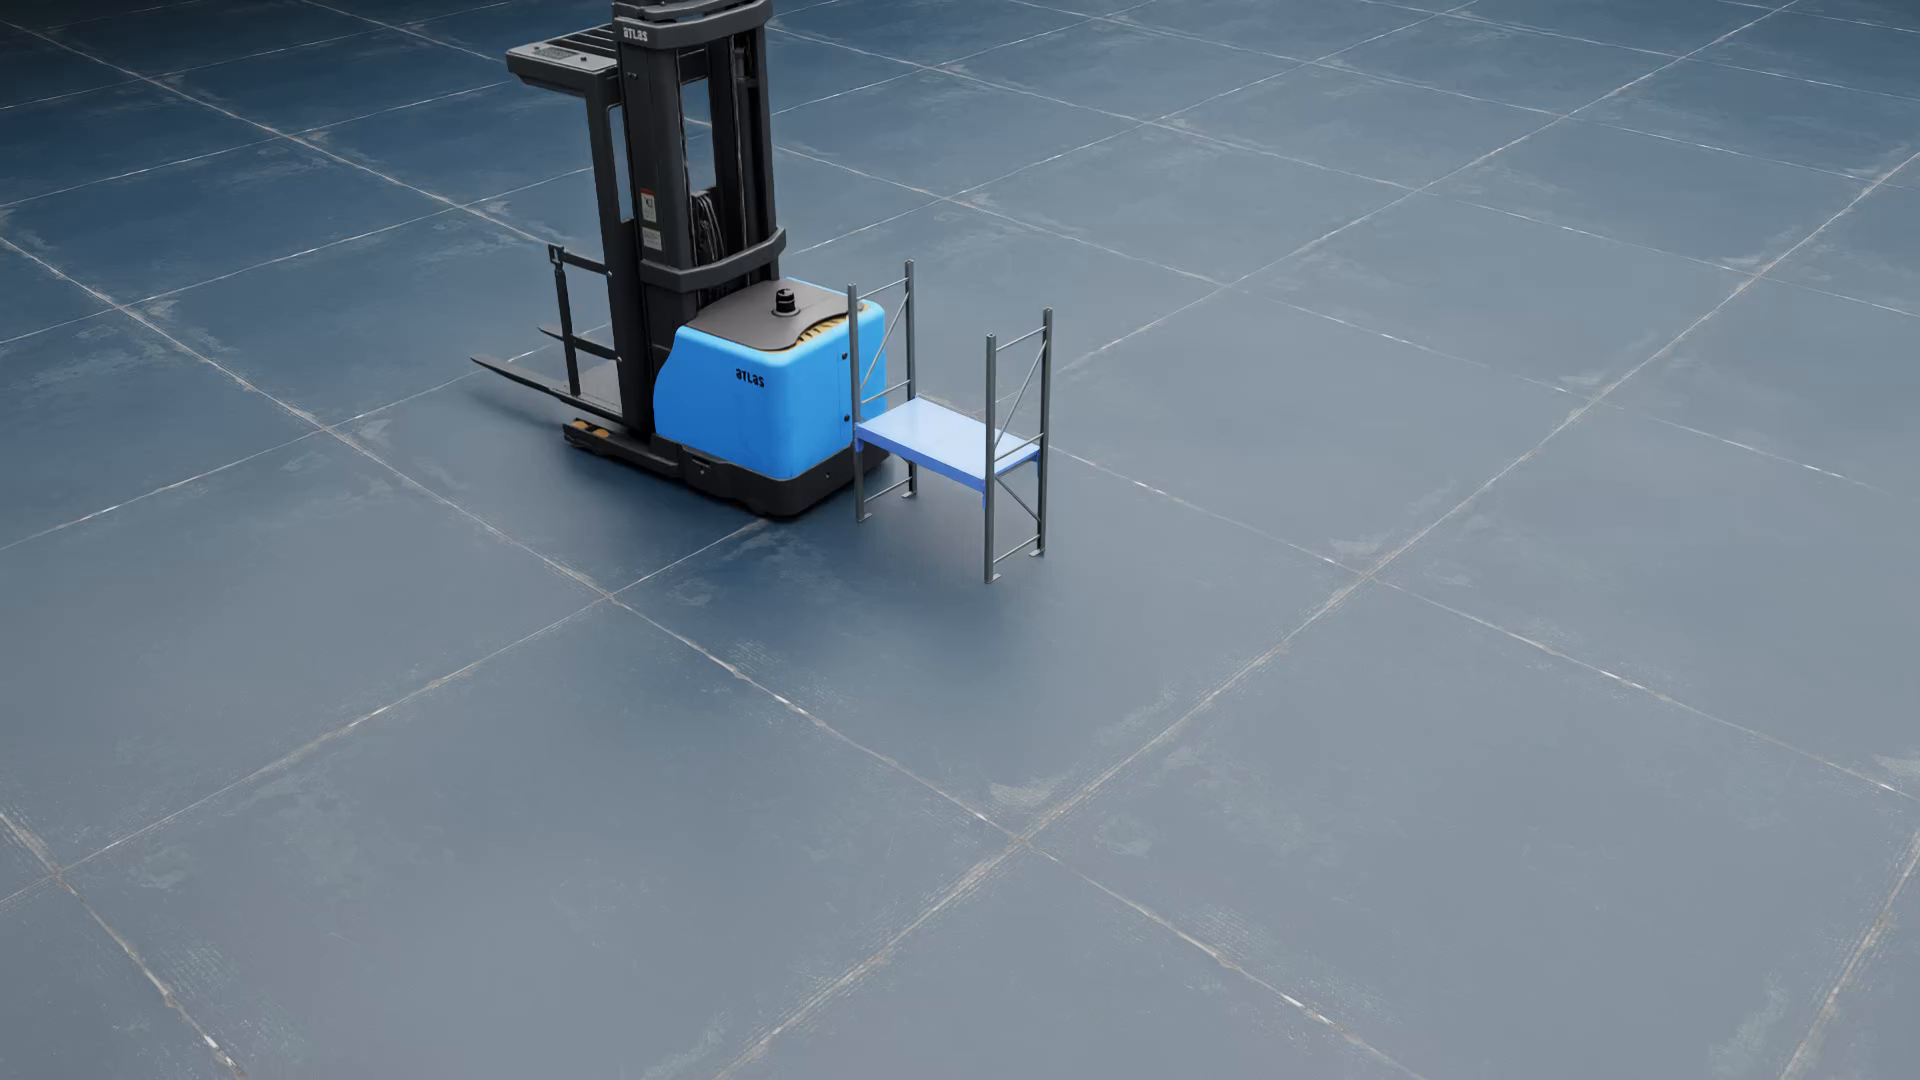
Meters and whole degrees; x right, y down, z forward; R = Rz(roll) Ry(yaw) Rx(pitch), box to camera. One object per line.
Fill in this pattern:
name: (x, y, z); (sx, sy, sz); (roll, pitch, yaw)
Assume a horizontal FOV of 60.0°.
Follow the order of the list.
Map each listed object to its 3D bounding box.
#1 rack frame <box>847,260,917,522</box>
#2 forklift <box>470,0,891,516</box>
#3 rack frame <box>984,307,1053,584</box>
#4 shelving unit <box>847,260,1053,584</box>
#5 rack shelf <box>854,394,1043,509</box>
rack frame: (-0.440, -0.848, 9.649); (0.032, 1.500, 0.500); (25, 39, 35)
forklift: (-1.925, -1.992, 10.162); (3.031, 2.935, 1.130); (21, 37, 30)
rack frame: (0.314, -0.496, 9.064); (0.032, 1.500, 0.500); (25, 39, 35)
shelving unit: (-0.063, -0.672, 9.357); (1.048, 1.500, 0.538); (25, 39, 35)
rack shelf: (-0.063, -0.518, 9.449); (1.000, 0.185, 0.538); (25, 39, 35)
